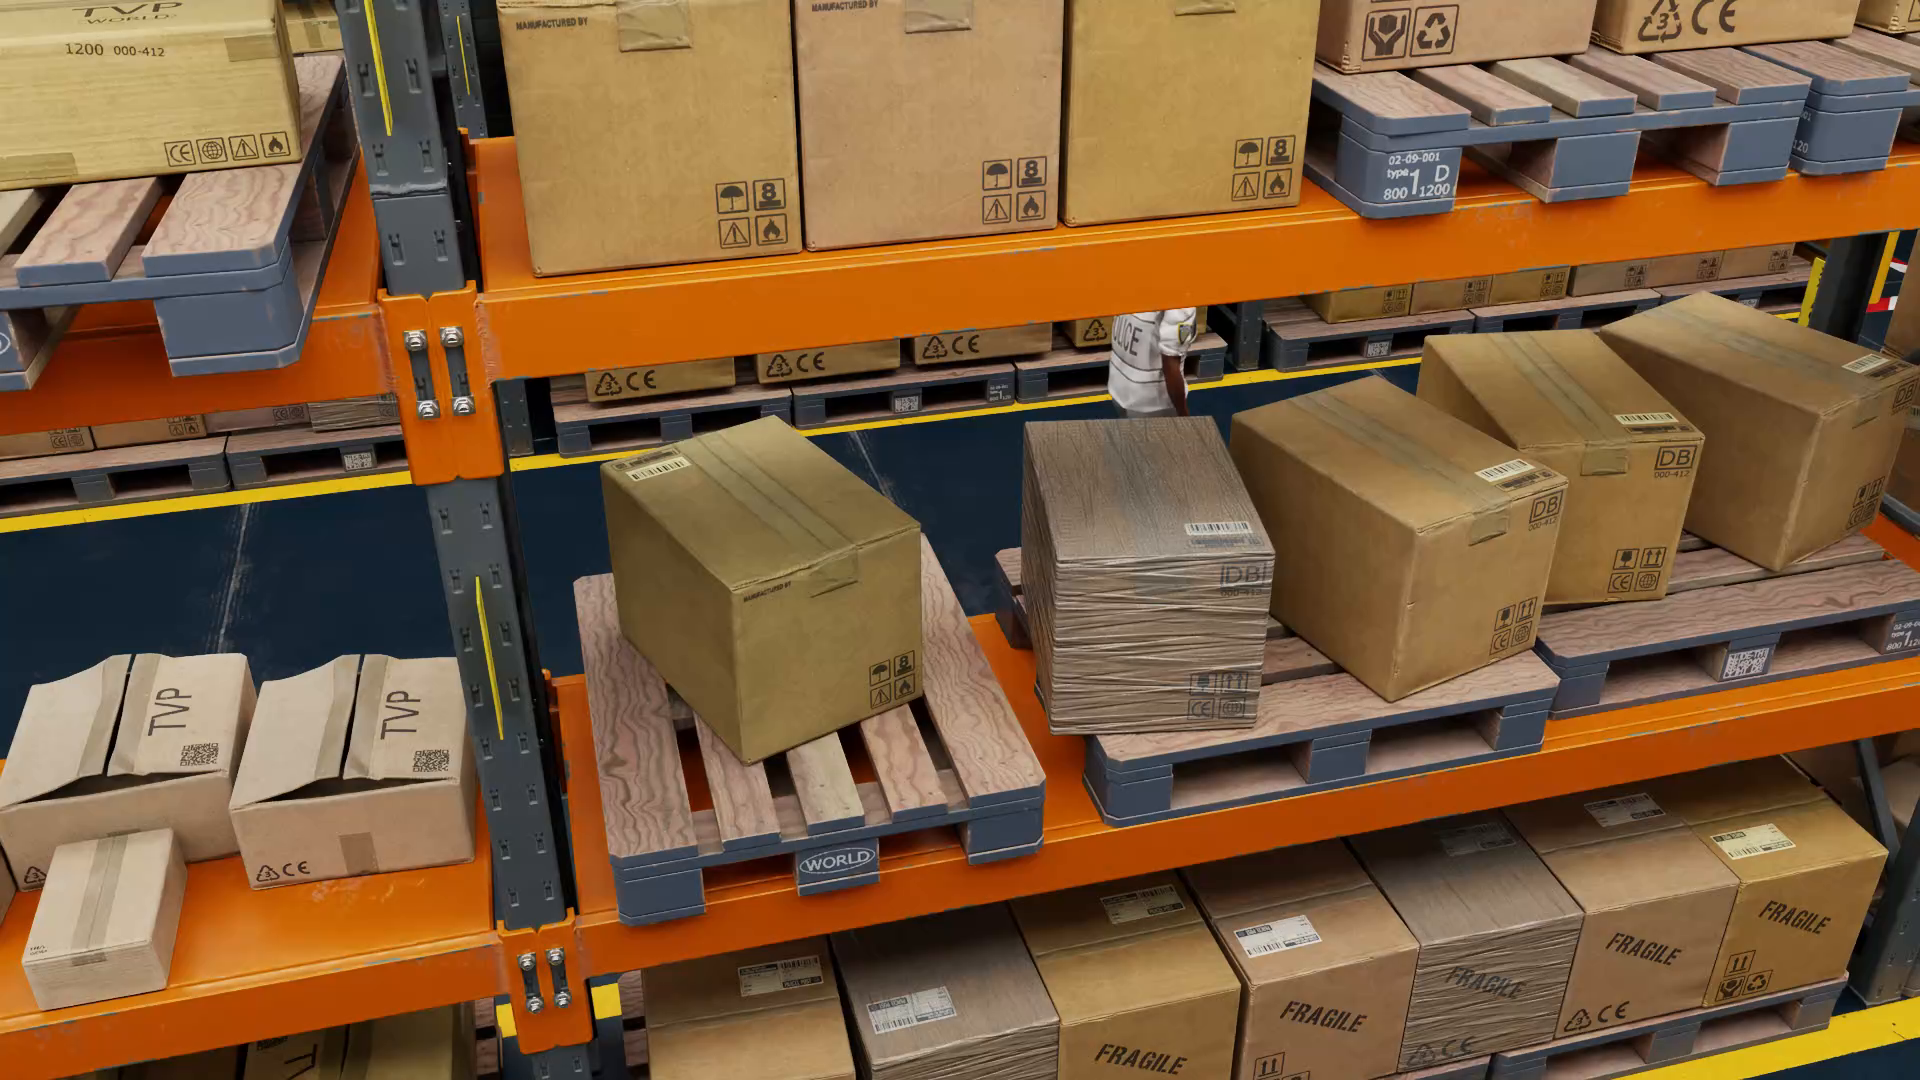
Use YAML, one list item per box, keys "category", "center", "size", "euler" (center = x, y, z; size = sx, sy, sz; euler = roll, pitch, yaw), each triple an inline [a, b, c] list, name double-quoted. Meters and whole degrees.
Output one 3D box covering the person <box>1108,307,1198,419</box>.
- category: "person"
  center: [0.851, -0.599, 7.147]
  size: [0.393, 1.662, 0.527]
  euler: [-9, 32, -15]
